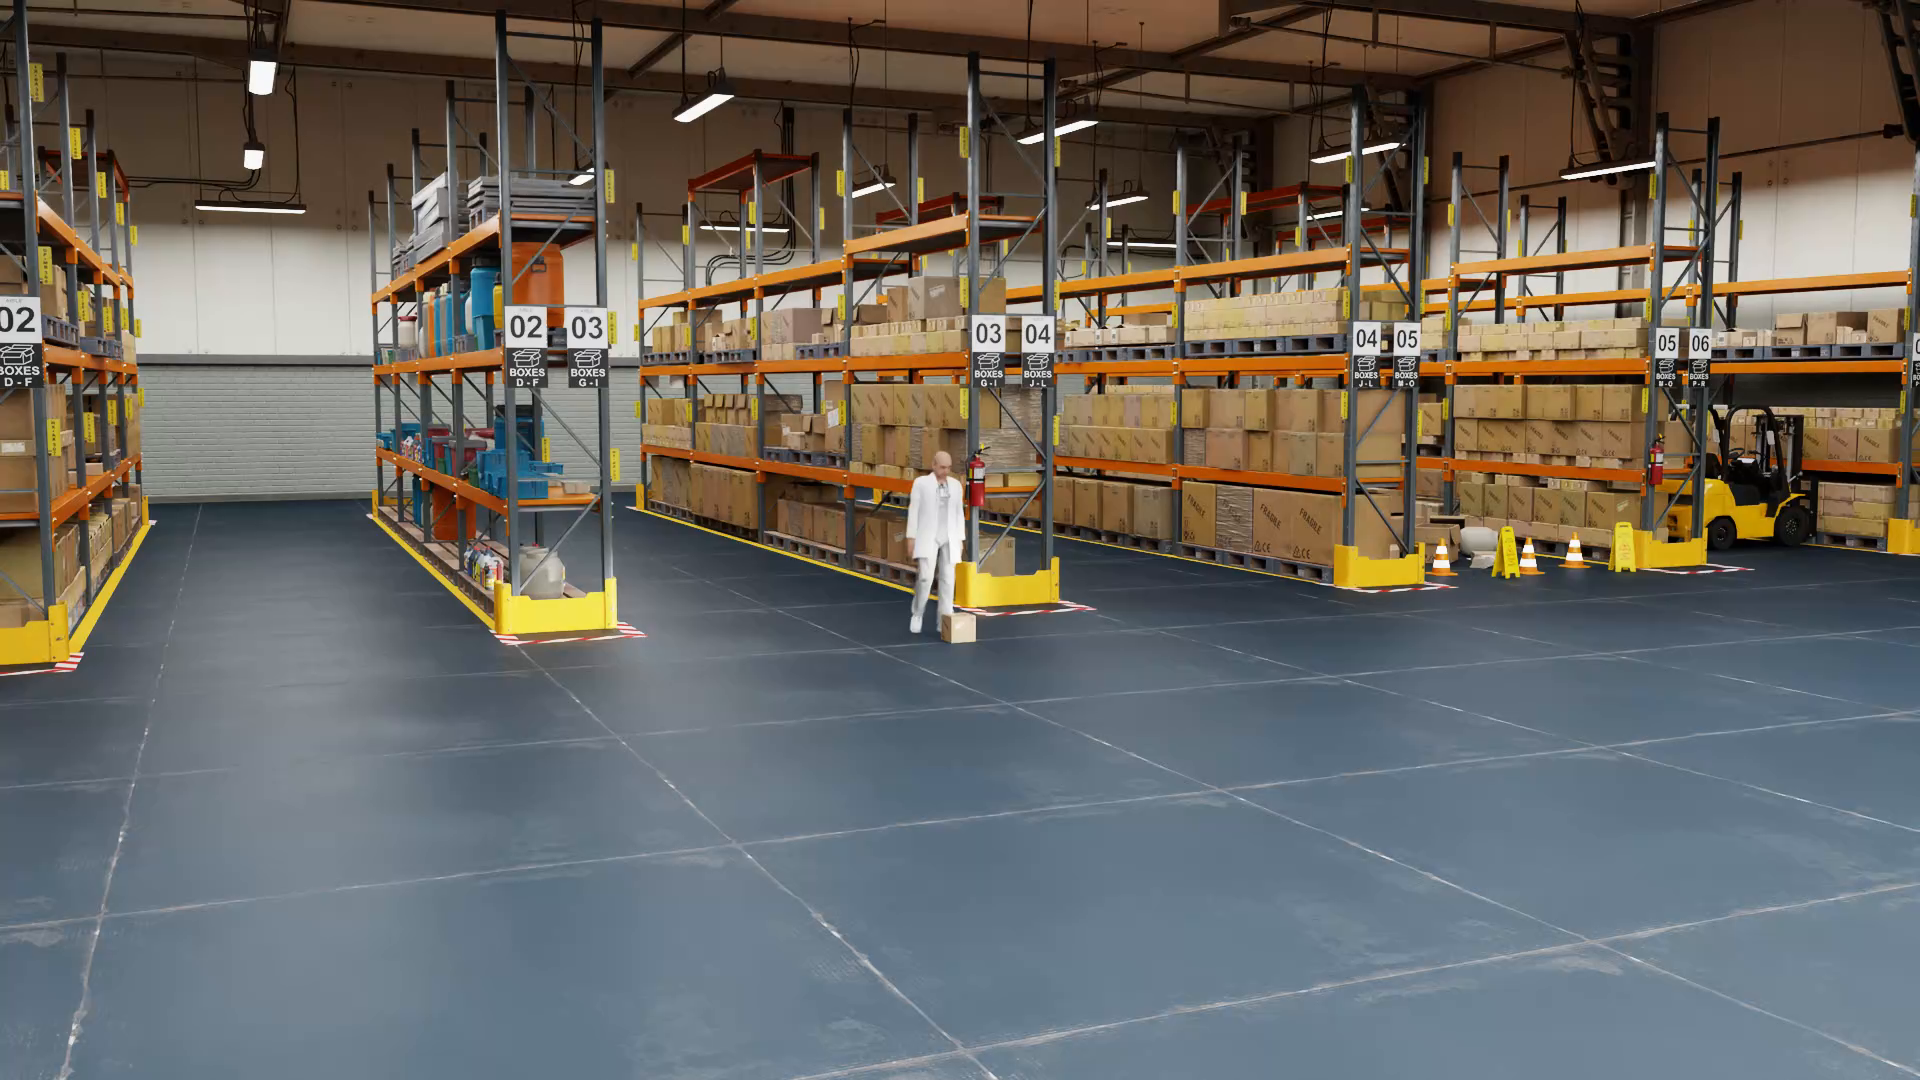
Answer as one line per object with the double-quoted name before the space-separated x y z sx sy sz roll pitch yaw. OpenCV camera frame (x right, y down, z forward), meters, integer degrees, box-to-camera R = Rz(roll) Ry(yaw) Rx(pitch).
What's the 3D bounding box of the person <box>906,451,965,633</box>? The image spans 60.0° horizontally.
"person" -0.198 0.019 16.251 0.607 1.771 0.585 -2 6 -24
